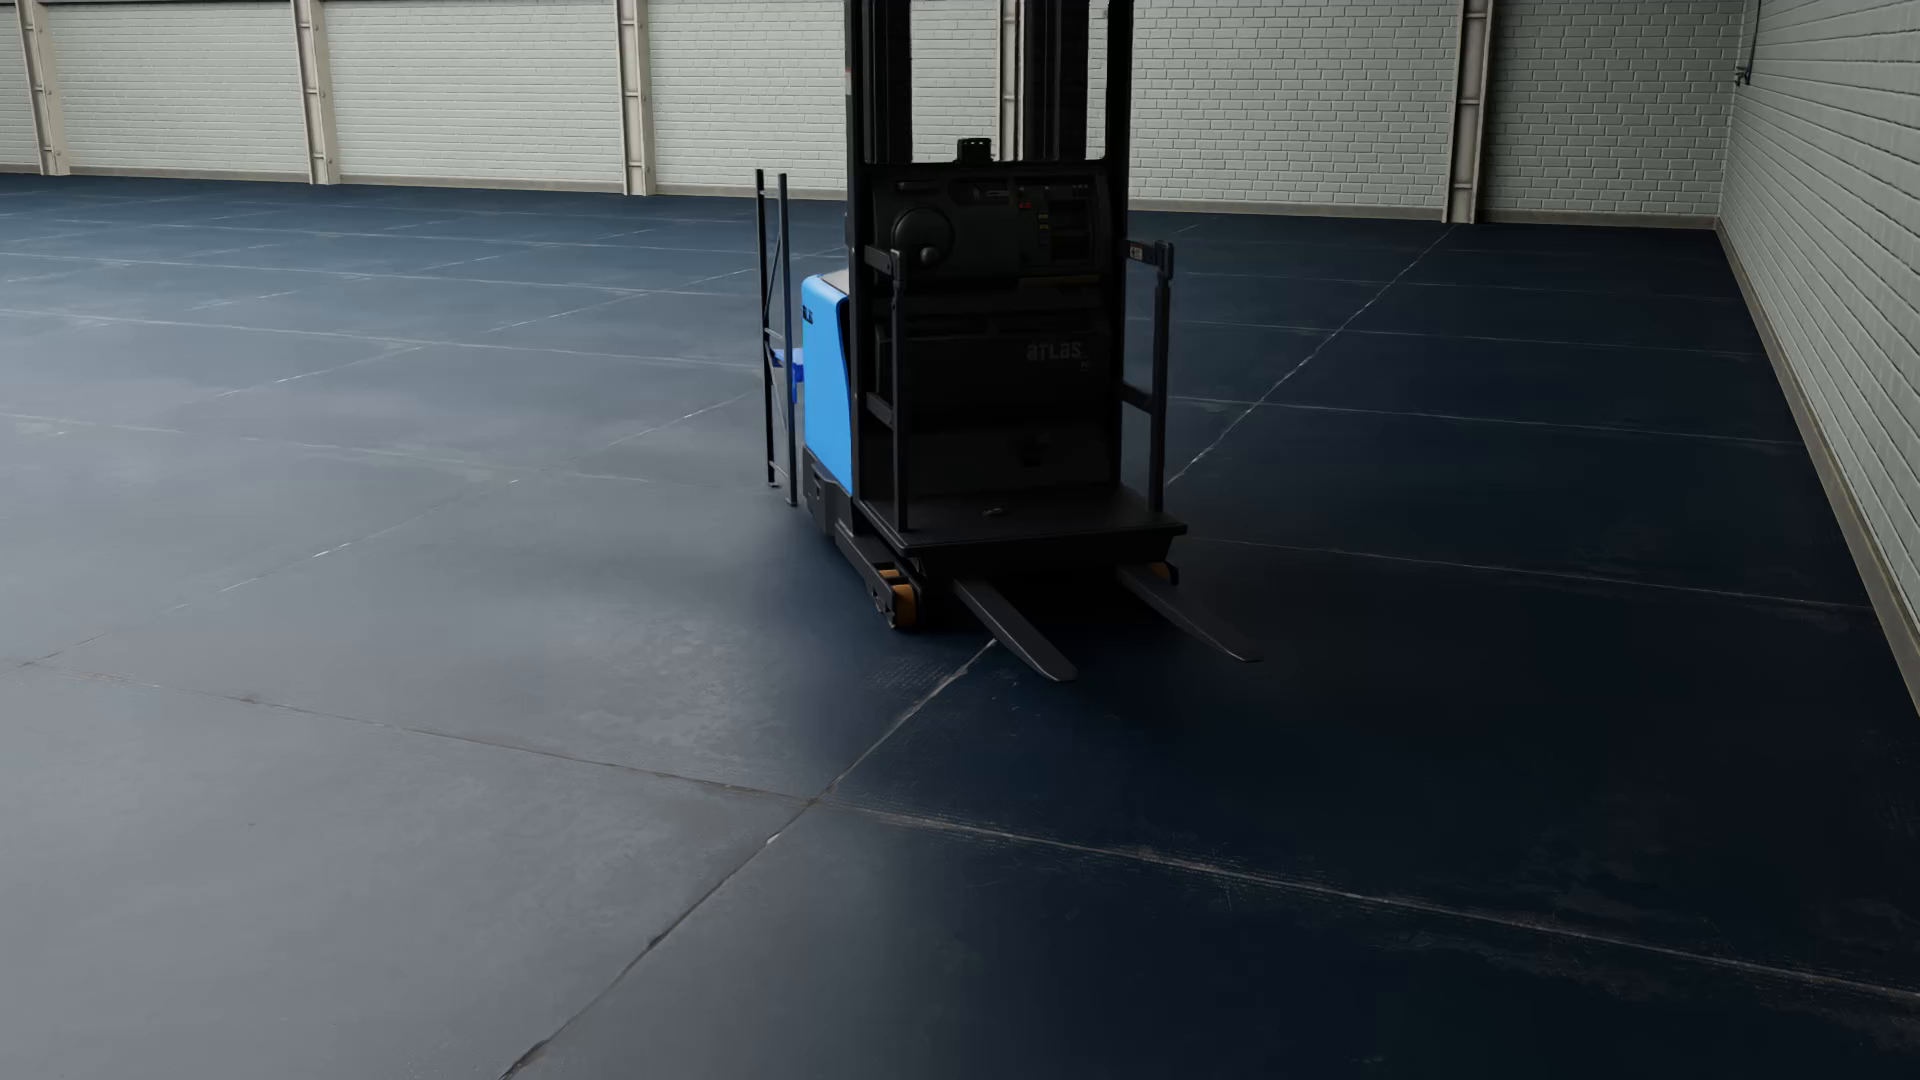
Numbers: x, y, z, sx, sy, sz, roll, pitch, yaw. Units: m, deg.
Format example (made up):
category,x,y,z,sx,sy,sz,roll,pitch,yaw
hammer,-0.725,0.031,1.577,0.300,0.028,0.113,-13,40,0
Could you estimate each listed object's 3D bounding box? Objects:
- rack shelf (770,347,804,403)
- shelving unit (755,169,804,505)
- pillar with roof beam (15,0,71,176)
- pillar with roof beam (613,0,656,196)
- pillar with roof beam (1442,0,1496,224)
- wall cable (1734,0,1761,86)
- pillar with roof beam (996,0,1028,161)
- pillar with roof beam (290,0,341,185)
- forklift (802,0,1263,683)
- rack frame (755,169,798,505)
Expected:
category,x,y,z,sx,sy,sz,roll,pitch,yaw
rack shelf,-0.374,-0.822,7.942,1.000,0.185,0.538,-6,16,-19
shelving unit,-0.375,-0.995,7.894,1.048,1.500,0.538,-6,16,-19
pillar with roof beam,-17.594,-9.679,24.374,0.400,9.000,9.100,6,17,21
pillar with roof beam,-6.431,-8.452,20.146,0.400,9.000,9.100,6,17,21
pillar with roof beam,4.732,-7.224,15.918,0.400,9.000,9.100,6,17,21
wall cable,8.567,-6.205,17.977,0.112,2.526,3.097,6,17,21
pillar with roof beam,-0.850,-7.838,18.032,0.400,9.000,9.100,6,17,21
pillar with roof beam,-12.013,-9.066,22.260,0.400,9.000,9.100,6,17,21
forklift,0.186,-1.205,6.068,1.130,2.935,3.031,-5,17,-16
rack frame,-0.855,-0.948,7.732,0.032,1.500,0.500,-6,16,-19
